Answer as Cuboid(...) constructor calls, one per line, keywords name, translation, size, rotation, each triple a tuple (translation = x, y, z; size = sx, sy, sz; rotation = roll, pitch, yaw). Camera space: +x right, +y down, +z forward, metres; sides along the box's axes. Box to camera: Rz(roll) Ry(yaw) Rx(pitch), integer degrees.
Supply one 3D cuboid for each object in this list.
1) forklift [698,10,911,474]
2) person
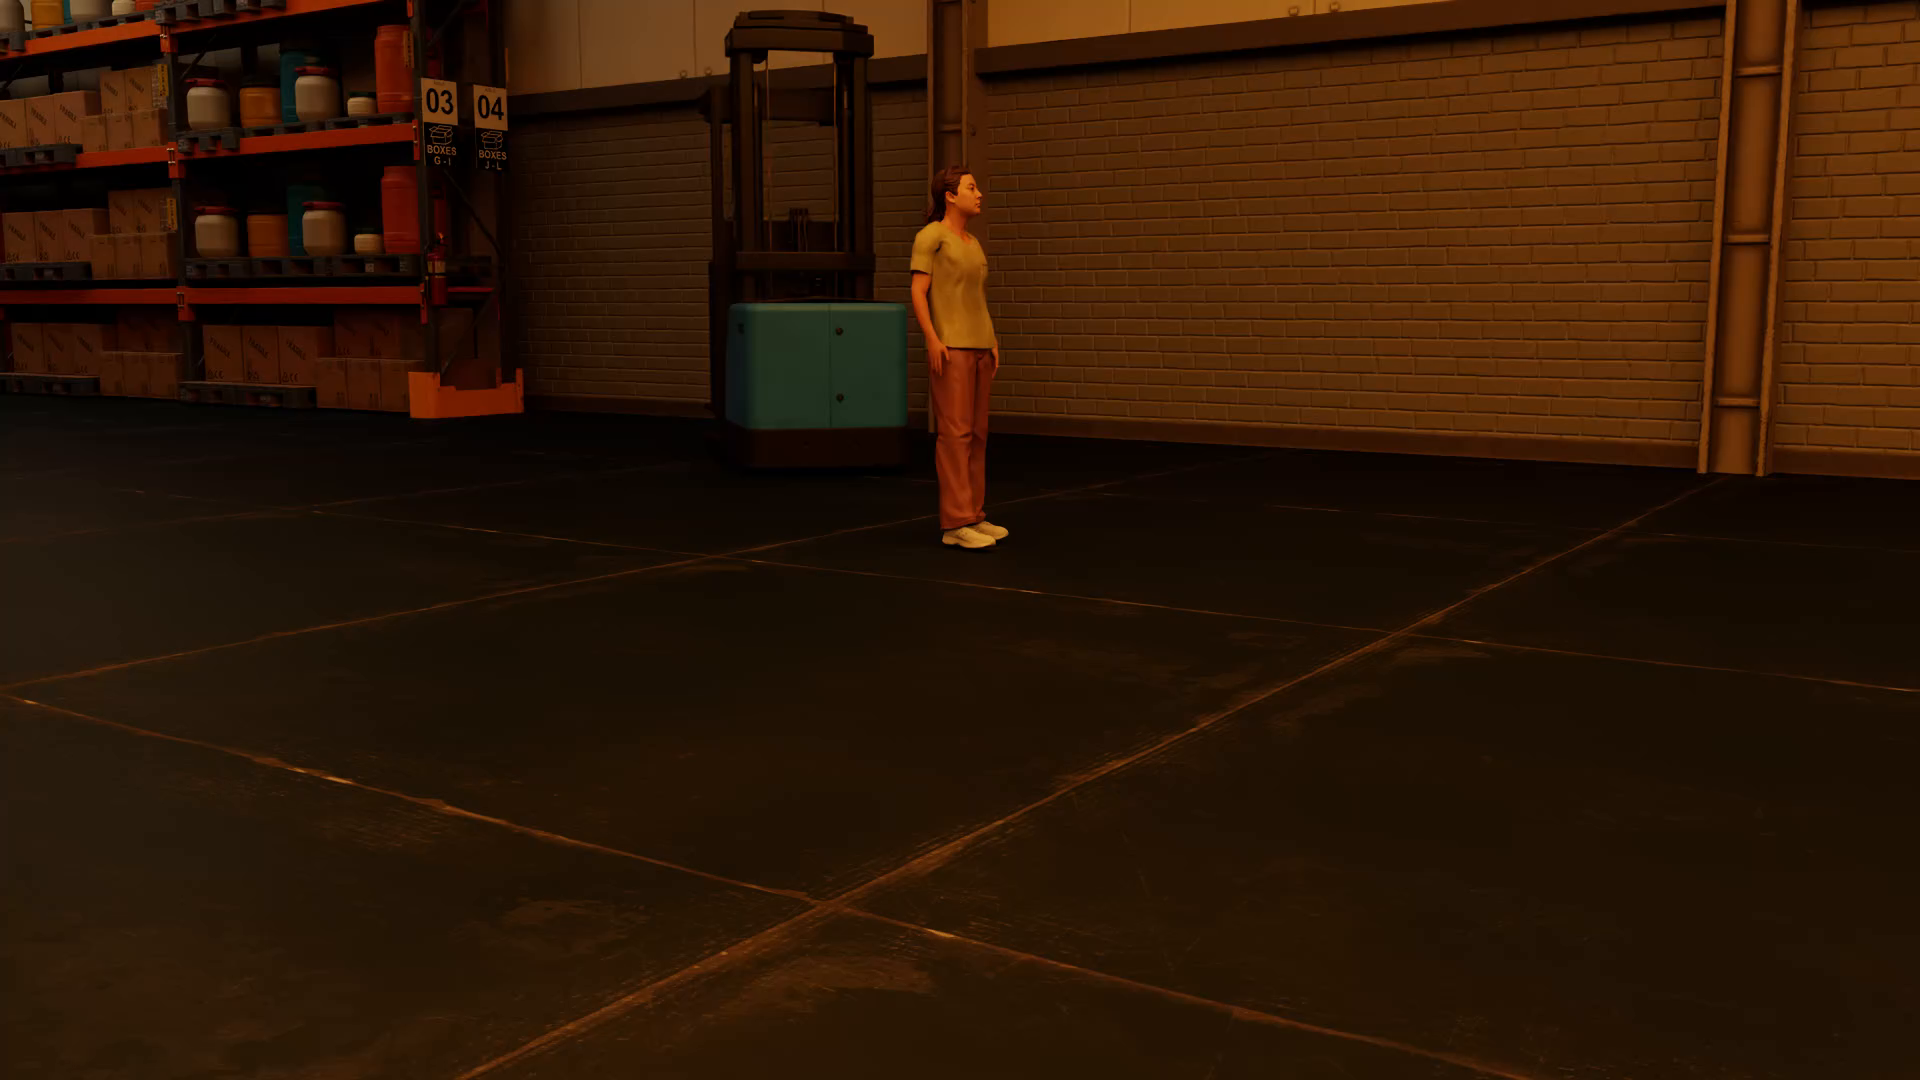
Cuboid(name="forklift", translation=(-1.194, -2.035, 11.507), size=(1.130, 2.935, 3.031), rotation=(-2, 8, -15))
Cuboid(name="person", translation=(0.020, -0.744, 7.476), size=(0.395, 1.361, 0.521), rotation=(5, 10, 34))
